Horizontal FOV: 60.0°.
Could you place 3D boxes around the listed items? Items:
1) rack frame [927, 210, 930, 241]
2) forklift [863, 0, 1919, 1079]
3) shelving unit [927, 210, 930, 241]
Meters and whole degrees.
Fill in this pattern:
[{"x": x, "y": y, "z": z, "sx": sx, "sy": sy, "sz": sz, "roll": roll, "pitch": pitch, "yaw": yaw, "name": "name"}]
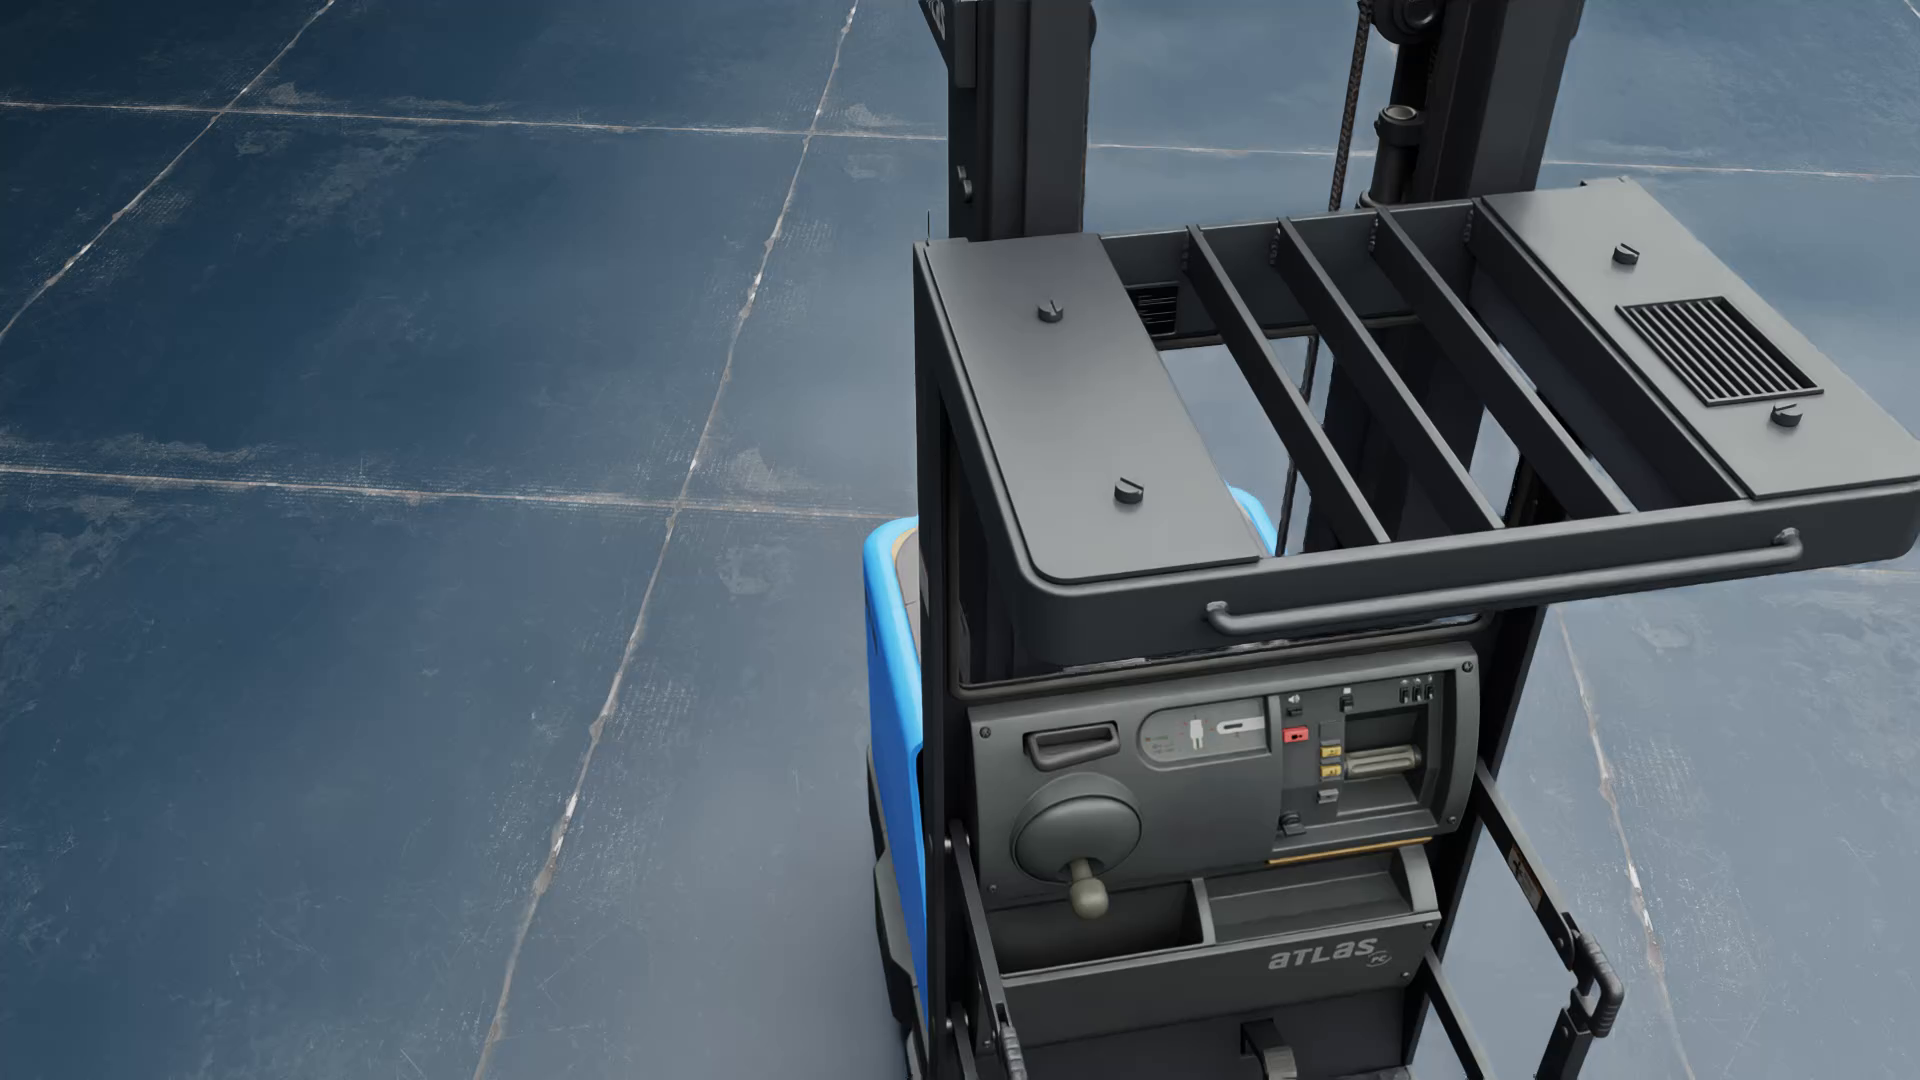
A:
[{"x": -0.106, "y": -0.471, "z": 5.378, "sx": 0.006, "sy": 1.200, "sz": 0.240, "roll": 3, "pitch": 39, "yaw": 4, "name": "rack frame"}, {"x": 0.522, "y": 0.507, "z": 2.805, "sx": 1.130, "sy": 2.935, "sz": 3.031, "roll": -7, "pitch": 40, "yaw": -8, "name": "forklift"}, {"x": -0.014, "y": -0.466, "z": 5.372, "sx": 0.189, "sy": 1.200, "sz": 0.258, "roll": 3, "pitch": 39, "yaw": 4, "name": "shelving unit"}]
